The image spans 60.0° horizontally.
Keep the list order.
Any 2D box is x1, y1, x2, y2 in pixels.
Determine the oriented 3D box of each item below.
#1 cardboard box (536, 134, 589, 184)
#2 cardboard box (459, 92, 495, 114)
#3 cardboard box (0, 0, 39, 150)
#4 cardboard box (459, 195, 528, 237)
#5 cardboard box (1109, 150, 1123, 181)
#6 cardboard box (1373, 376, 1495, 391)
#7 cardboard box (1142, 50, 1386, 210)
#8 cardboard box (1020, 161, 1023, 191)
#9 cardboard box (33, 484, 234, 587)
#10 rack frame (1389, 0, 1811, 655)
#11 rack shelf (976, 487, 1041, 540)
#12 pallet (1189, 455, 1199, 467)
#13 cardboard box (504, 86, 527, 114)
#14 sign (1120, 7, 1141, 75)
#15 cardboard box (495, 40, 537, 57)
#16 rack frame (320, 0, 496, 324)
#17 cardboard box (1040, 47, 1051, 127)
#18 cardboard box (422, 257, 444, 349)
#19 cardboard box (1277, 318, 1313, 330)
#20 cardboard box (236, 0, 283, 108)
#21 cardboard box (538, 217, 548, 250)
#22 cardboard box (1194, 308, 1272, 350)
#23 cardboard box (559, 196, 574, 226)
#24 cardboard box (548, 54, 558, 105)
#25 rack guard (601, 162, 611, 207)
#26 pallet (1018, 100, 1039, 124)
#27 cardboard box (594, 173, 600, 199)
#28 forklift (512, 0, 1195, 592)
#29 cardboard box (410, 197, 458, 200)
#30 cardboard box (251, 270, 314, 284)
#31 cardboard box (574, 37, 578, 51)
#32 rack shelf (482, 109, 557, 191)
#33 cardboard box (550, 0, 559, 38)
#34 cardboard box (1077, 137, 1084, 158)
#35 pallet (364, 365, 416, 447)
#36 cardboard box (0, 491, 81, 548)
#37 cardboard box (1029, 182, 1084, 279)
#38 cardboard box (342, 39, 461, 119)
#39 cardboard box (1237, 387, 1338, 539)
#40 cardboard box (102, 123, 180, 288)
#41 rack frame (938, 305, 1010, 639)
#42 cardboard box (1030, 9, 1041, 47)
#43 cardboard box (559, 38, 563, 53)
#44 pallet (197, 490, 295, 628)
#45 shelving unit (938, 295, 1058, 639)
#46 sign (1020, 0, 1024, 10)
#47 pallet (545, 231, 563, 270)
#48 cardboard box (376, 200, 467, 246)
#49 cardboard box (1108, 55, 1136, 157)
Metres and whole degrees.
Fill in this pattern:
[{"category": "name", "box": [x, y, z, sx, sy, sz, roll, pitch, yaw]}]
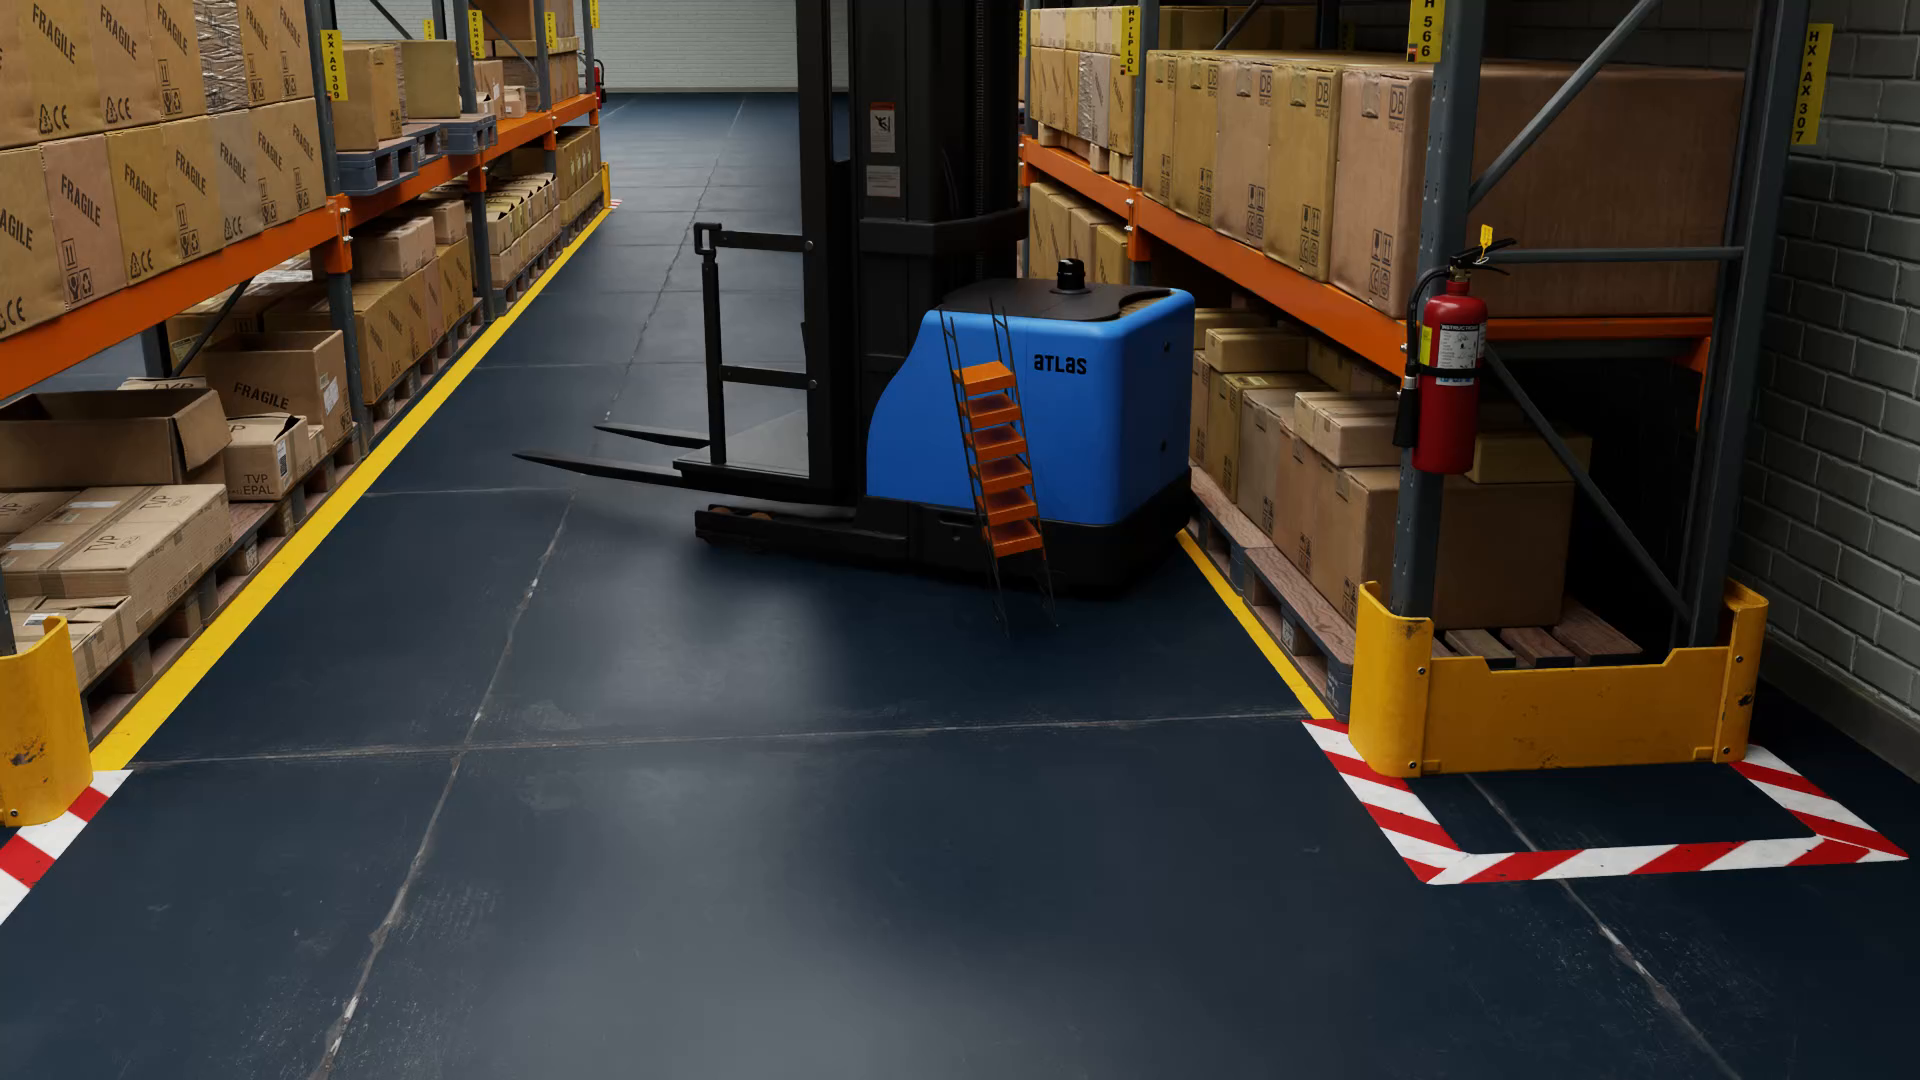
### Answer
[{"category": "cardboard box", "box": [-4.254, -4.062, 17.745, 0.500, 0.500, 0.500, -2, 18, -6]}, {"category": "cardboard box", "box": [-3.848, -3.259, 12.700, 0.500, 0.311, 0.500, -2, 18, -6]}, {"category": "cardboard box", "box": [-2.907, -1.311, 4.509, 0.500, 0.500, 0.500, -1, 17, -4]}, {"category": "cardboard box", "box": [-3.823, -2.659, 13.591, 0.500, 0.311, 0.500, -2, 18, -7]}, {"category": "cardboard box", "box": [1.025, -2.048, 9.078, 0.380, 0.149, 0.250, -1, 17, -5]}, {"category": "cardboard box", "box": [1.765, -0.517, 6.206, 0.380, 0.149, 0.250, -2, 18, -5]}, {"category": "cardboard box", "box": [1.431, -1.973, 7.952, 0.980, 0.700, 0.700, -2, 17, -5]}, {"category": "cardboard box", "box": [0.798, -3.096, 14.219, 0.500, 0.250, 0.500, -2, 18, -6]}, {"category": "cardboard box", "box": [-3.000, -0.013, 6.066, 0.500, 0.250, 0.500, -2, 18, -6]}, {"category": "rack frame", "box": [1.804, -0.800, 4.718, 1.000, 3.000, 0.127, -2, 18, -6]}, {"category": "rack shelf", "box": [0.169, -0.102, 6.013, 0.180, 0.103, 0.258, -13, 19, -7]}, {"category": "pallet", "box": [1.392, -0.432, 8.202, 1.003, 0.211, 1.213, -2, 18, -6]}, {"category": "cardboard box", "box": [-4.267, -4.004, 15.174, 0.500, 0.250, 0.500, -1, 17, -2]}, {"category": "sign", "box": [0.852, -2.487, 8.289, 0.100, 0.325, 0.005, -2, 18, -6]}, {"category": "cardboard box", "box": [-4.196, -4.664, 15.777, 0.380, 0.149, 0.250, -2, 18, -6]}, {"category": "rack frame", "box": [-3.948, -3.029, 11.819, 1.000, 3.000, 0.127, -2, 18, -6]}, {"category": "cardboard box", "box": [0.819, -3.074, 11.263, 0.500, 0.500, 0.500, -1, 17, -4]}, {"category": "cardboard box", "box": [-3.505, -1.465, 10.274, 0.500, 0.500, 0.500, -2, 18, -8]}, {"category": "cardboard box", "box": [1.633, -0.897, 7.416, 0.380, 0.149, 0.250, -2, 18, -7]}, {"category": "cardboard box", "box": [-3.171, -2.067, 6.918, 0.500, 0.500, 0.500, -2, 18, -7]}, {"category": "cardboard box", "box": [-3.926, -2.692, 14.633, 0.500, 0.250, 0.500, -1, 17, -4]}, {"category": "cardboard box", "box": [1.220, -0.975, 7.665, 0.380, 0.149, 0.250, -1, 17, -4]}, {"category": "cardboard box", "box": [-4.107, -3.257, 16.434, 0.500, 0.250, 0.500, -2, 18, -6]}, {"category": "cardboard box", "box": [-4.522, -4.707, 16.997, 0.700, 0.500, 0.500, -2, 17, -5]}, {"category": "rack guard", "box": [-4.776, -4.227, 19.808, 1.175, 0.500, 0.348, -2, 18, -6]}, {"category": "pallet", "box": [0.734, -3.681, 14.213, 1.003, 0.211, 1.213, -2, 18, -6]}, {"category": "cardboard box", "box": [-4.361, -4.002, 18.806, 0.500, 0.250, 0.500, -2, 18, -6]}, {"category": "forklift", "box": [-0.566, -1.479, 6.995, 3.031, 2.935, 1.130, 8, 19, 24]}, {"category": "cardboard box", "box": [-4.357, -2.639, 13.528, 0.500, 0.311, 0.500, -2, 18, -6]}, {"category": "cardboard box", "box": [-3.966, -1.290, 9.717, 0.500, 0.500, 0.500, -2, 17, -5]}, {"category": "cardboard box", "box": [-4.516, -5.584, 18.706, 0.380, 0.149, 0.250, -1, 17, -4]}, {"category": "rack shelf", "box": [-4.155, -3.282, 13.824, 1.077, 0.370, 4.000, -2, 18, -6]}, {"category": "cardboard box", "box": [-4.568, -5.468, 17.255, 0.700, 0.500, 0.500, -2, 18, -6]}, {"category": "cardboard box", "box": [0.951, -2.511, 10.554, 0.380, 0.149, 0.250, -2, 18, -5]}, {"category": "pallet", "box": [-3.657, -0.748, 9.209, 1.003, 0.211, 1.213, -2, 18, -6]}, {"category": "cardboard box", "box": [-3.492, 0.018, 5.969, 0.500, 0.250, 0.500, -2, 18, -6]}, {"category": "cardboard box", "box": [0.924, -2.135, 11.858, 0.750, 0.750, 0.750, -2, 18, -6]}, {"category": "cardboard box", "box": [-3.771, -3.093, 11.154, 0.700, 0.500, 0.500, -8, 19, -24]}, {"category": "cardboard box", "box": [1.528, -0.312, 6.636, 0.700, 0.500, 0.500, -2, 18, -7]}, {"category": "cardboard box", "box": [-3.014, -1.137, 5.624, 0.500, 0.500, 0.500, -2, 18, -6]}, {"category": "rack frame", "box": [0.052, -0.235, 5.948, 0.006, 1.200, 0.240, -13, 19, -7]}, {"category": "cardboard box", "box": [0.772, -3.589, 11.651, 0.500, 0.250, 0.500, -1, 17, -4]}, {"category": "cardboard box", "box": [-4.382, -5.200, 17.483, 0.380, 0.149, 0.250, -2, 18, -6]}, {"category": "pallet", "box": [-3.337, 0.062, 6.628, 1.003, 0.211, 1.213, -2, 18, -6]}, {"category": "shelving unit", "box": [0.141, -0.255, 5.959, 0.189, 1.200, 0.258, -13, 19, -7]}, {"category": "sign", "box": [0.708, -6.281, 19.716, 0.100, 0.325, 0.005, -2, 18, -6]}, {"category": "pallet", "box": [-4.246, -2.672, 15.337, 1.003, 0.211, 1.213, -2, 18, -6]}, {"category": "cardboard box", "box": [-3.608, -2.116, 11.097, 0.500, 0.250, 0.500, -1, 17, -4]}, {"category": "cardboard box", "box": [1.093, -2.321, 8.864, 0.500, 0.500, 0.500, -2, 18, -7]}]
